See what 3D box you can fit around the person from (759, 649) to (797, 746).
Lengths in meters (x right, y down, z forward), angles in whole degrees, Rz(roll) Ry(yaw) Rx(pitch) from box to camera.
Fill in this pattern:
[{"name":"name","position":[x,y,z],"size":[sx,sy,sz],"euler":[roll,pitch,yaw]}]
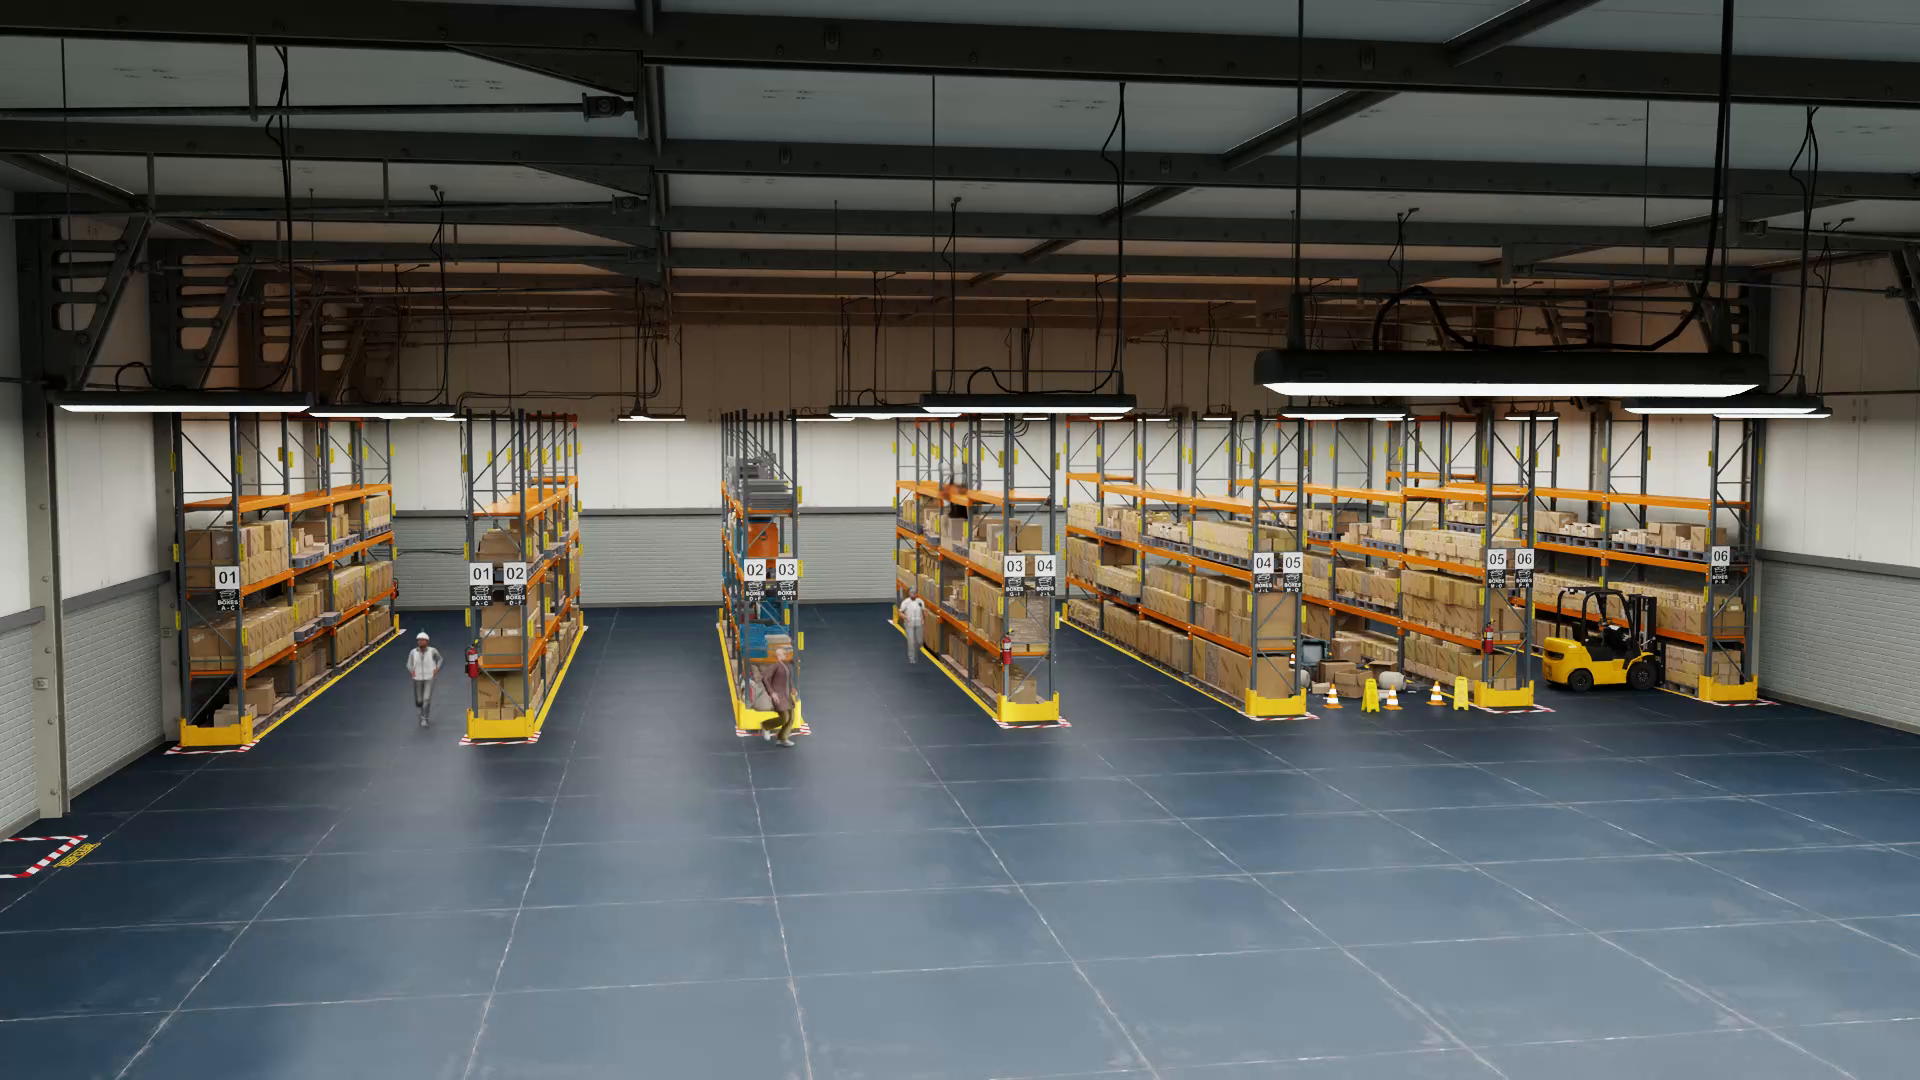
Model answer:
[{"name":"person","position":[-3.222,2.793,29.652],"size":[0.670,1.716,0.741],"euler":[2,4,23]}]

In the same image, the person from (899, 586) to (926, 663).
[{"name":"person","position":[-1.045,1.939,37.792],"size":[0.659,1.776,0.528],"euler":[-1,4,-16]}]

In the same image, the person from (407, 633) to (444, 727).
[{"name":"person","position":[-10.220,2.644,31.784],"size":[0.669,1.768,0.810],"euler":[-1,4,-8]}]
